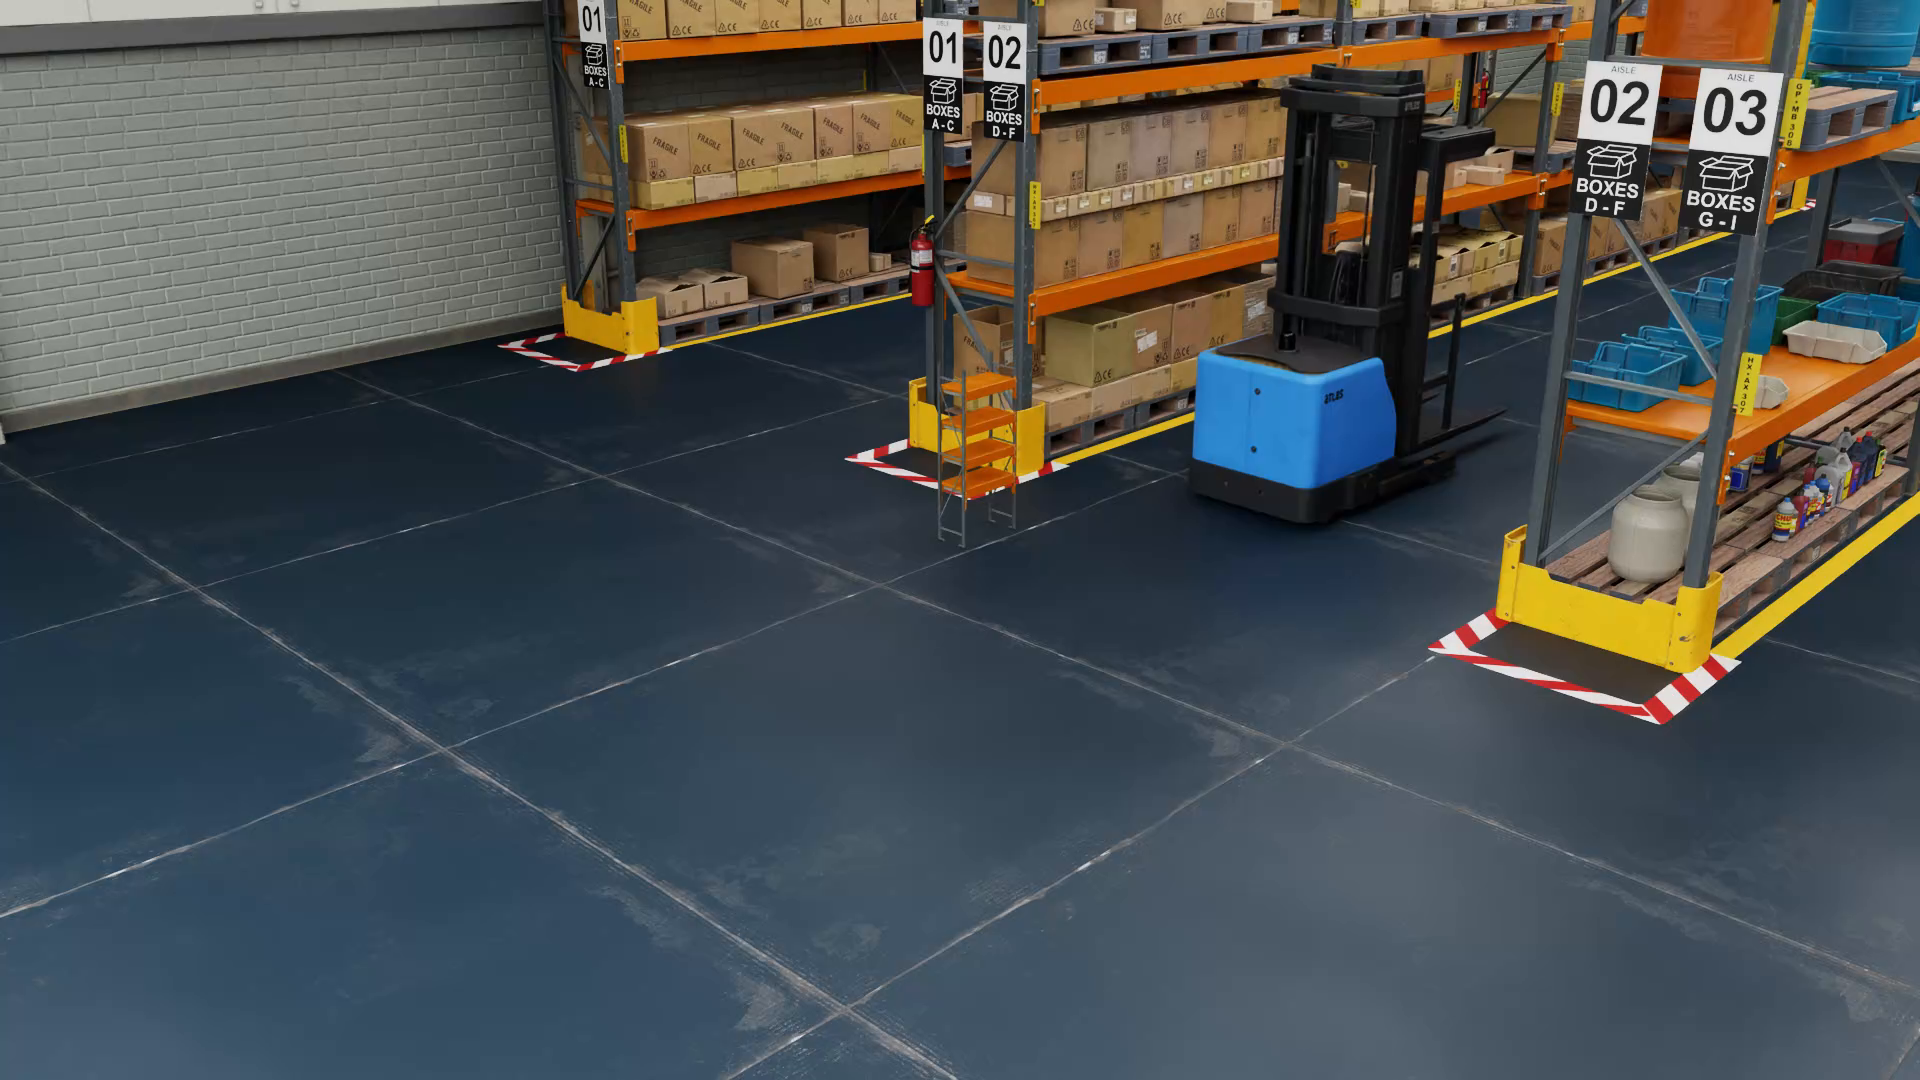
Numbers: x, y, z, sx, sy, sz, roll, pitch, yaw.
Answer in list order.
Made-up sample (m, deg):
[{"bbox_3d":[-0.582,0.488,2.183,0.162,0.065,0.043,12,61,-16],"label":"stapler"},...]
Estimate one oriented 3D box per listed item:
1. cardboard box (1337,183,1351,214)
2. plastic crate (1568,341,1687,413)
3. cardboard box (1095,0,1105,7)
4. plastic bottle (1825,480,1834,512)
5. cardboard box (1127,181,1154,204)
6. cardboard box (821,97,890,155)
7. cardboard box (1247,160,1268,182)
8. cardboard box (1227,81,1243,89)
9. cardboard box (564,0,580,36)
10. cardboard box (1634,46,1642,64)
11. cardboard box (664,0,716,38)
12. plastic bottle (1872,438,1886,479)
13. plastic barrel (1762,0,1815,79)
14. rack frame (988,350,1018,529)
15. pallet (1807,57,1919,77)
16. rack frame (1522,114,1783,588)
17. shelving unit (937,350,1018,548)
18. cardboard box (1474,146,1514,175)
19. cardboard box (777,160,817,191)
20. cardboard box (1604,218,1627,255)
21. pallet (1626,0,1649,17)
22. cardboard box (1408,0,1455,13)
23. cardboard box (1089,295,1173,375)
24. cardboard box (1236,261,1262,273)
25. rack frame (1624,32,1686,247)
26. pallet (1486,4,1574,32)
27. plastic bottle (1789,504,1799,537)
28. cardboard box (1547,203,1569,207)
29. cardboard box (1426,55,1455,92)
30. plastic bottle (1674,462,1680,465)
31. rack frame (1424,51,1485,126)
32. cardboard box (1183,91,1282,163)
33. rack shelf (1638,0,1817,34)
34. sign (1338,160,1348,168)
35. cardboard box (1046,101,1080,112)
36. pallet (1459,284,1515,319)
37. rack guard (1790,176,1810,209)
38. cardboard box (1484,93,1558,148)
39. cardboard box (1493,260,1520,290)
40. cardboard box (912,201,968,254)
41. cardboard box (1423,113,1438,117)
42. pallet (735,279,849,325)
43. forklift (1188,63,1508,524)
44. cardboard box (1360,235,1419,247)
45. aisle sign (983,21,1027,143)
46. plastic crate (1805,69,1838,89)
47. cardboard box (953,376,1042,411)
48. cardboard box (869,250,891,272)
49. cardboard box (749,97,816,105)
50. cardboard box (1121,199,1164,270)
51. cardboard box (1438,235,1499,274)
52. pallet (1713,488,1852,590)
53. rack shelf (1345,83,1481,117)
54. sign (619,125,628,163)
[{"bbox_3d":[3.237,-3.151,15.301,0.500,0.250,0.500,-18,27,-39],"label":"cardboard box"},{"bbox_3d":[3.816,-0.949,9.570,0.499,0.251,0.616,19,28,41],"label":"plastic crate"},{"bbox_3d":[0.749,-4.009,12.572,0.500,0.250,0.500,19,28,41],"label":"cardboard box"},{"bbox_3d":[5.690,-0.294,10.946,0.097,0.201,0.097,0,21,0],"label":"plastic bottle"},{"bbox_3d":[1.282,-2.718,12.921,0.380,0.149,0.250,18,27,39],"label":"cardboard box"},{"bbox_3d":[-1.079,-4.283,17.174,0.500,0.500,0.500,19,28,40],"label":"cardboard box"},{"bbox_3d":[2.352,-3.111,13.944,0.380,0.149,0.250,19,28,41],"label":"cardboard box"},{"bbox_3d":[3.405,-5.866,21.574,0.500,0.500,0.500,19,28,40],"label":"cardboard box"},{"bbox_3d":[-3.308,-4.921,15.349,0.500,0.500,0.500,-18,27,-38],"label":"cardboard box"},{"bbox_3d":[8.673,-5.848,20.577,0.500,0.500,0.500,19,28,41],"label":"cardboard box"},{"bbox_3d":[-2.605,-4.903,15.302,0.500,0.500,0.500,-18,27,-39],"label":"cardboard box"},{"bbox_3d":[6.372,-0.574,11.561,0.133,0.283,0.061,-18,28,-39],"label":"plastic bottle"},{"bbox_3d":[4.385,-2.824,9.212,0.600,0.588,0.600,0,21,0],"label":"plastic barrel"},{"bbox_3d":[0.286,-0.665,11.133,0.240,1.200,0.015,19,28,41],"label":"rack frame"},{"bbox_3d":[6.038,-2.945,10.638,1.213,0.211,1.003,19,28,41],"label":"pallet"},{"bbox_3d":[3.681,-0.815,9.014,1.000,3.000,0.127,19,28,41],"label":"rack frame"},{"bbox_3d":[0.115,-0.603,10.970,0.258,1.200,0.503,19,28,41],"label":"shelving unit"},{"bbox_3d":[5.430,-3.988,17.393,0.500,0.311,0.500,-18,27,-39],"label":"cardboard box"},{"bbox_3d":[-1.783,-3.676,16.638,0.500,0.250,0.500,20,28,41],"label":"cardboard box"},{"bbox_3d":[7.313,-3.595,19.118,0.500,0.500,0.500,18,27,39],"label":"cardboard box"},{"bbox_3d":[7.279,-6.035,18.677,1.213,0.211,1.003,19,28,41],"label":"pallet"},{"bbox_3d":[4.303,-5.086,15.569,0.500,0.250,0.500,16,26,36],"label":"cardboard box"},{"bbox_3d":[1.355,-1.661,13.417,0.500,0.500,0.500,19,28,41],"label":"cardboard box"},{"bbox_3d":[2.377,-2.306,15.094,0.500,0.500,0.500,19,28,41],"label":"cardboard box"},{"bbox_3d":[8.506,-5.140,20.267,1.000,3.000,0.127,19,28,41],"label":"rack frame"},{"bbox_3d":[5.306,-5.227,16.576,1.003,0.211,1.213,-19,28,-40],"label":"pallet"},{"bbox_3d":[5.241,-0.129,10.516,0.097,0.201,0.097,0,21,0],"label":"plastic bottle"},{"bbox_3d":[6.923,-3.719,19.441,0.500,0.500,0.500,18,27,39],"label":"cardboard box"},{"bbox_3d":[6.896,-7.224,25.270,0.980,0.700,0.700,19,28,40],"label":"cardboard box"},{"bbox_3d":[4.717,-0.369,11.026,0.133,0.283,0.061,-19,28,-41],"label":"plastic bottle"},{"bbox_3d":[7.744,-7.407,26.165,1.000,3.000,0.127,19,28,41],"label":"rack frame"},{"bbox_3d":[2.268,-3.490,14.027,0.700,0.500,0.500,19,28,41],"label":"cardboard box"},{"bbox_3d":[9.901,-6.719,21.196,1.077,0.370,4.000,19,28,41],"label":"rack shelf"},{"bbox_3d":[3.324,-3.386,14.387,0.100,0.325,0.005,19,28,41],"label":"sign"},{"bbox_3d":[0.990,-5.154,19.550,0.700,0.500,0.500,19,28,41],"label":"cardboard box"},{"bbox_3d":[5.113,-2.609,17.567,1.003,0.211,1.213,19,28,41],"label":"pallet"},{"bbox_3d":[11.243,-4.982,23.340,1.175,0.500,0.348,19,28,41],"label":"rack guard"},{"bbox_3d":[6.074,-4.545,17.993,0.700,0.500,0.500,9,23,23],"label":"cardboard box"},{"bbox_3d":[5.523,-2.828,17.499,0.500,0.250,0.500,-19,28,-41],"label":"cardboard box"},{"bbox_3d":[-0.125,-3.555,19.013,0.500,0.500,0.700,-19,28,-40],"label":"cardboard box"},{"bbox_3d":[7.272,-6.617,26.103,0.380,0.149,0.250,20,28,41],"label":"cardboard box"},{"bbox_3d":[-1.921,-2.524,17.348,1.003,0.211,1.213,19,28,41],"label":"pallet"},{"bbox_3d":[3.029,-1.910,11.959,3.031,2.935,1.130,-19,28,-41],"label":"forklift"},{"bbox_3d":[4.422,-2.958,17.054,0.500,0.311,0.500,18,28,39],"label":"cardboard box"},{"bbox_3d":[0.308,-3.175,11.532,0.394,0.787,0.004,19,28,41],"label":"aisle sign"},{"bbox_3d":[5.176,-2.807,10.311,0.336,0.188,0.450,19,28,41],"label":"plastic crate"},{"bbox_3d":[0.297,-1.180,13.211,0.500,0.250,0.500,19,28,41],"label":"cardboard box"},{"bbox_3d":[-0.979,-3.060,18.192,0.380,0.166,0.250,15,26,34],"label":"cardboard box"},{"bbox_3d":[-1.819,-4.285,17.177,0.500,0.500,0.500,-19,28,-41],"label":"cardboard box"},{"bbox_3d":[1.183,-2.481,13.210,0.700,0.500,0.500,19,28,41],"label":"cardboard box"},{"bbox_3d":[5.169,-2.955,17.047,0.500,0.311,0.500,19,28,40],"label":"cardboard box"},{"bbox_3d":[5.122,-0.064,10.947,1.003,0.211,1.213,19,28,41],"label":"pallet"},{"bbox_3d":[6.349,-6.557,24.957,1.077,0.370,4.000,19,28,41],"label":"rack shelf"},{"bbox_3d":[-3.028,-3.563,14.956,0.100,0.325,0.005,19,28,41],"label":"sign"}]
